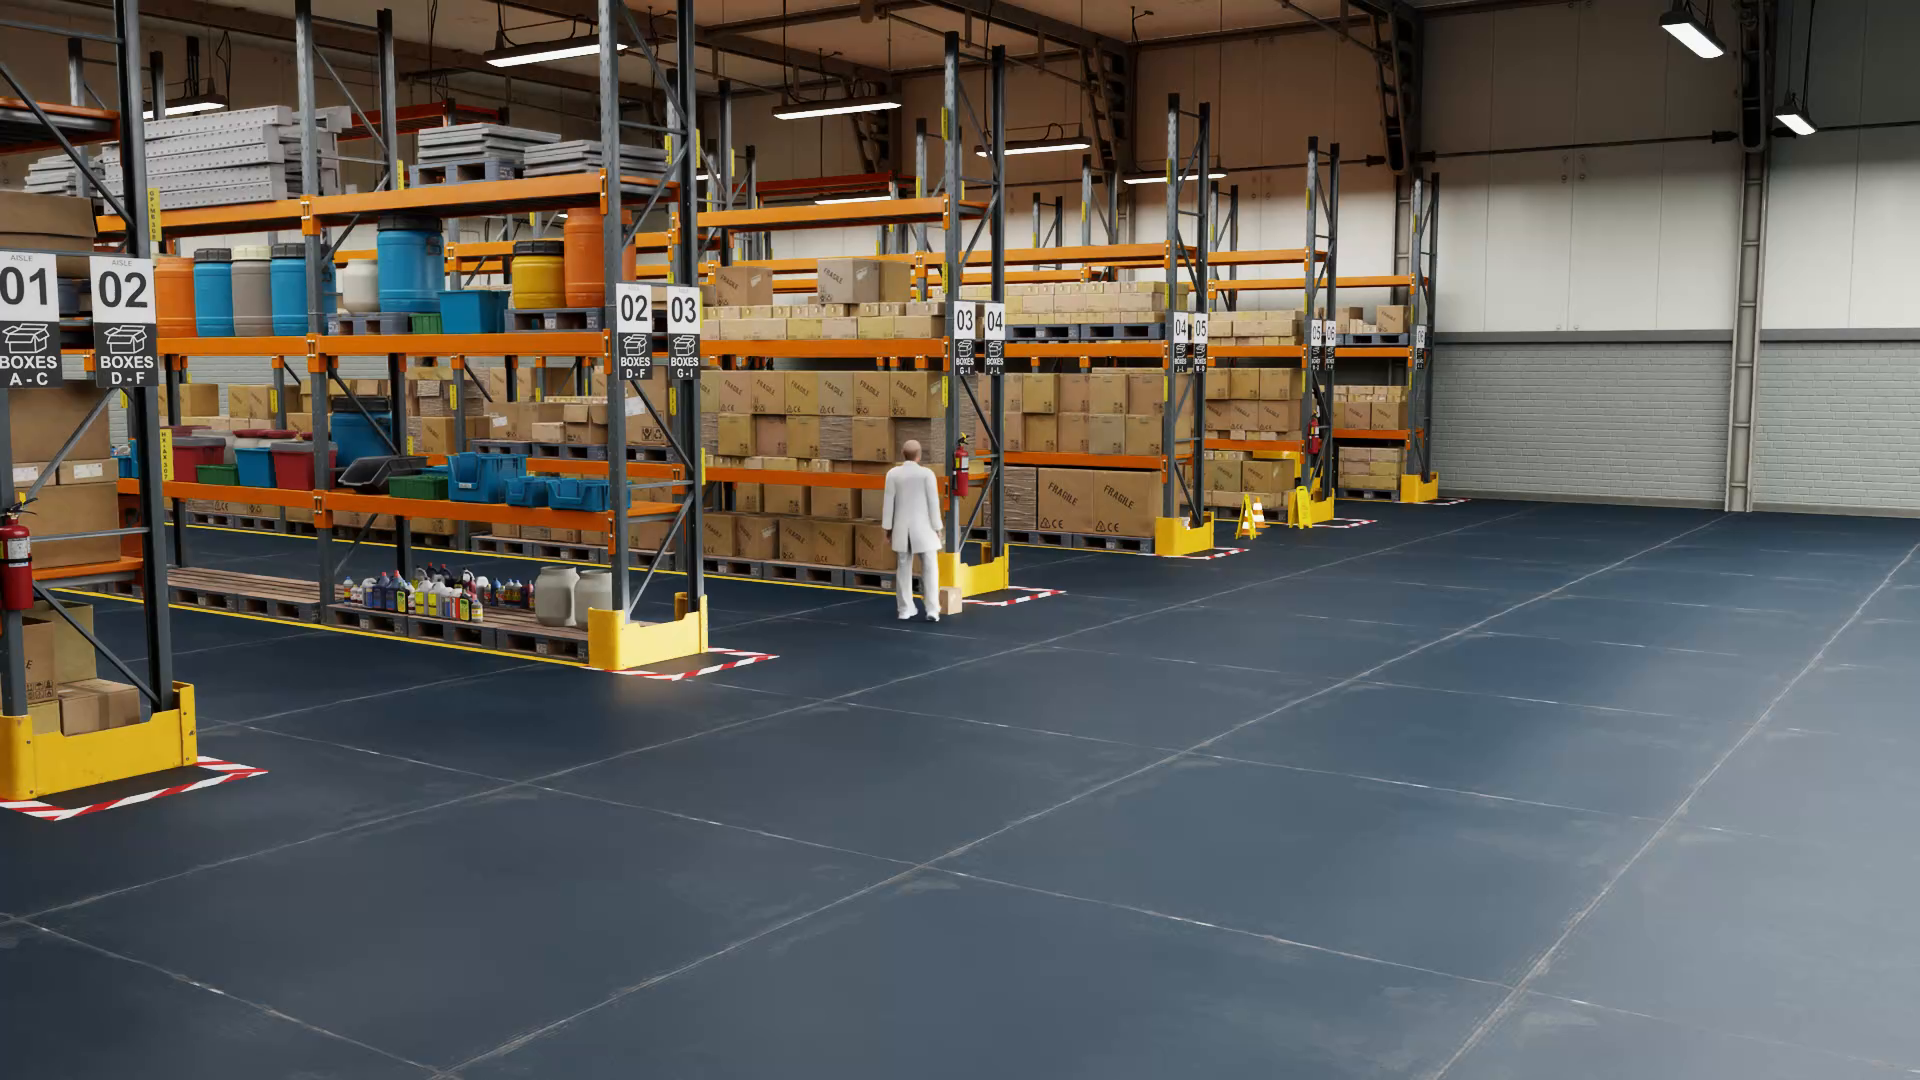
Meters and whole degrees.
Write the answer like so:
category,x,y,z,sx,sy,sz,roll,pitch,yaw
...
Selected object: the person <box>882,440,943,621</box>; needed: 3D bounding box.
category,x,y,z,sx,sy,sz,roll,pitch,yaw
person,-0.454,-0.082,16.562,0.627,1.839,0.447,2,7,21
